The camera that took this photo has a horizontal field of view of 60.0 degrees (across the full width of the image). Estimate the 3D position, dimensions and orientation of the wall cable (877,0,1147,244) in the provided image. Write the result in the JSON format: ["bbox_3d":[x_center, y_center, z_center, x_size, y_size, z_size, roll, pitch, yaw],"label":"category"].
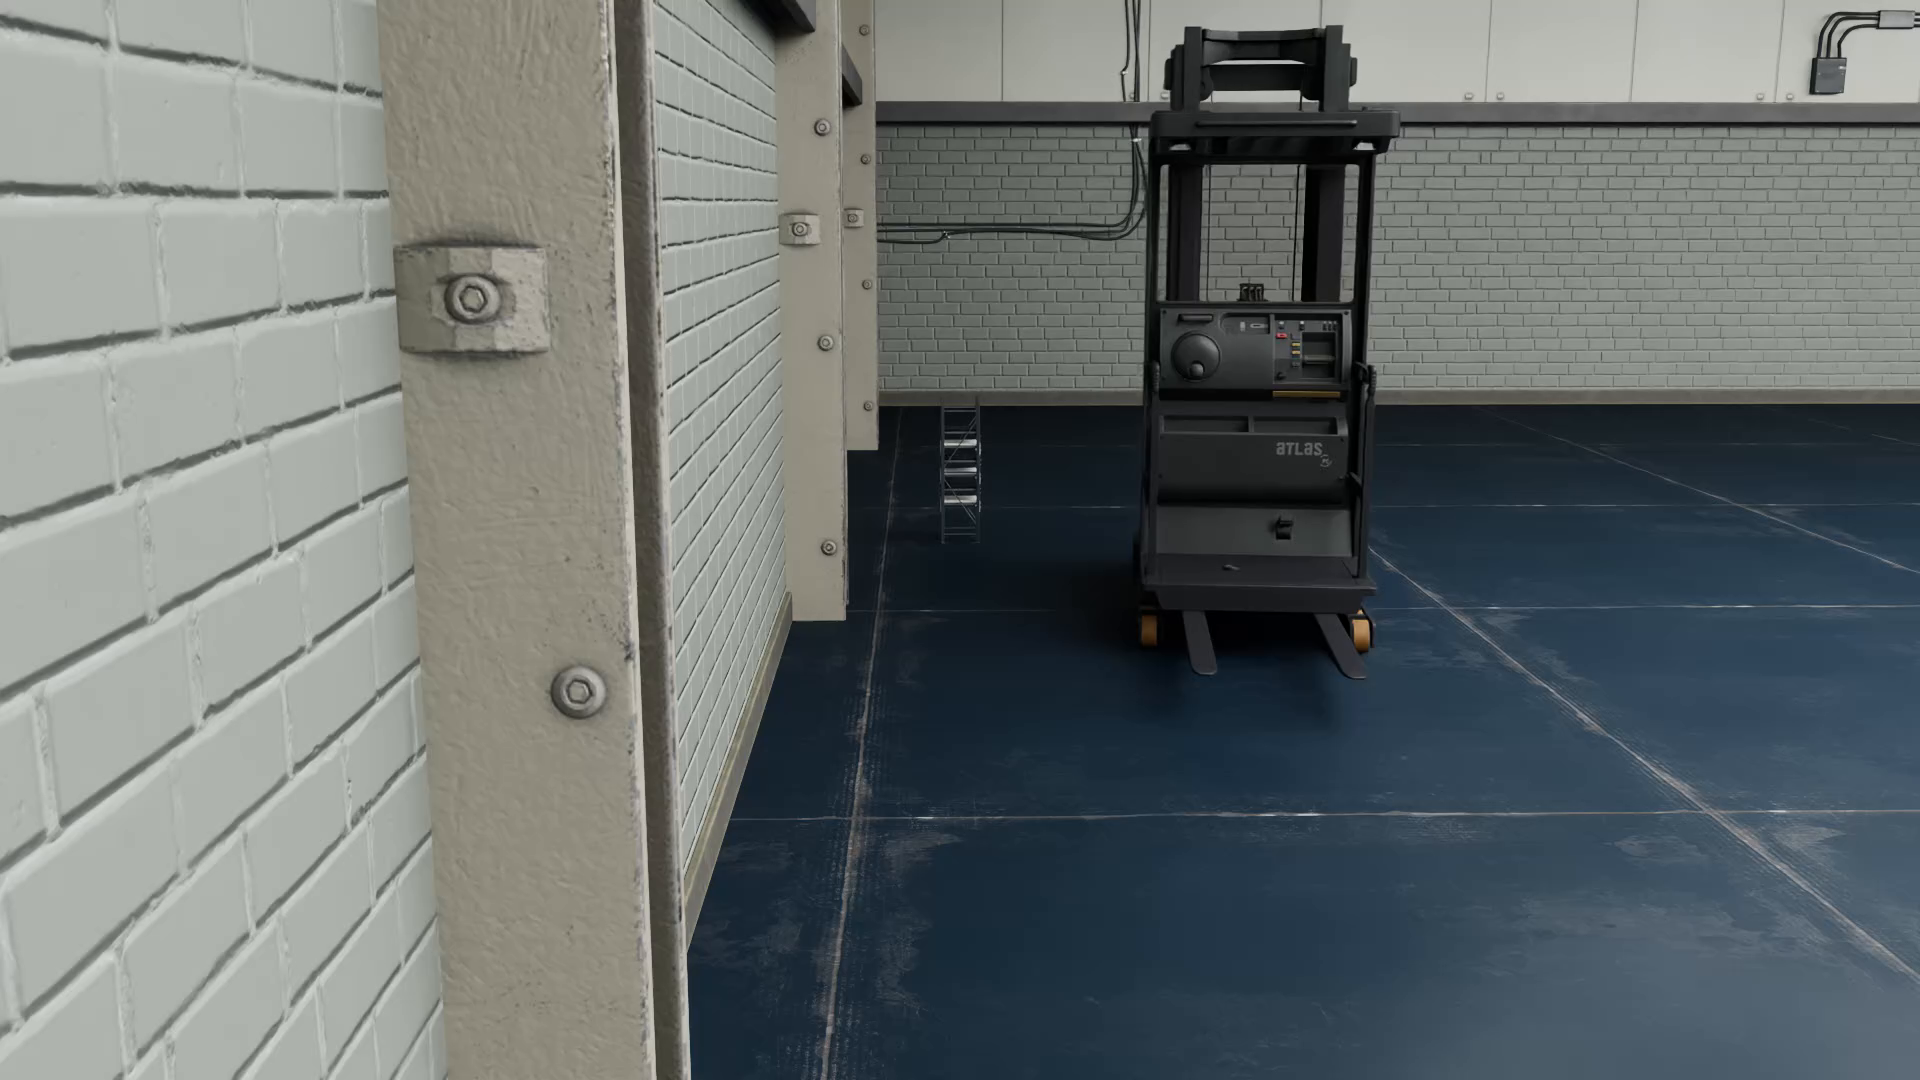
[{"bbox_3d":[0.391,-4.299,16.925,3.097,2.526,0.112,0,11,-1],"label":"wall cable"}]

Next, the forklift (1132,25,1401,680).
[{"bbox_3d":[1.431,-0.968,7.957,1.130,2.935,3.031,1,12,5],"label":"forklift"}]

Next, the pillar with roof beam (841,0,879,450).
[{"bbox_3d":[3.434,-5.247,13.790,9.100,9.000,0.400,0,11,-1],"label":"pillar with roof beam"}]

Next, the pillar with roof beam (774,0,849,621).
[{"bbox_3d":[3.558,-4.054,7.911,9.100,9.000,0.400,0,11,-1],"label":"pillar with roof beam"}]

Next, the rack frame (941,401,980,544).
[{"bbox_3d":[0.002,-0.419,10.362,0.240,0.900,0.006,0,11,-1],"label":"rack frame"}]

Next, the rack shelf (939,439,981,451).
[{"bbox_3d":[0.000,-0.583,10.433,0.258,0.077,0.200,0,11,-1],"label":"rack shelf"}]

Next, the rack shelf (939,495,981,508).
[{"bbox_3d":[0.000,-0.230,10.504,0.258,0.077,0.200,0,11,-1],"label":"rack shelf"}]

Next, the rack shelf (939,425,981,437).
[{"bbox_3d":[0.000,-0.671,10.415,0.258,0.077,0.200,0,11,-1],"label":"rack shelf"}]

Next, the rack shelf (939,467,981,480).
[{"bbox_3d":[0.000,-0.407,10.468,0.258,0.077,0.200,0,11,-1],"label":"rack shelf"}]

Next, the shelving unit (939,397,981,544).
[{"bbox_3d":[0.000,-0.439,10.462,0.258,0.900,0.210,0,11,-1],"label":"shelving unit"}]

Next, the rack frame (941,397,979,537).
[{"bbox_3d":[-0.002,-0.460,10.561,0.240,0.900,0.006,0,11,-1],"label":"rack frame"}]

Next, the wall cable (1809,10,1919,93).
[{"bbox_3d":[9.883,-7.523,16.455,2.305,6.003,0.169,0,11,-1],"label":"wall cable"}]

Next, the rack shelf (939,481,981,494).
[{"bbox_3d":[0.000,-0.319,10.486,0.258,0.077,0.200,0,11,-1],"label":"rack shelf"}]

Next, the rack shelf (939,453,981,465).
[{"bbox_3d":[0.000,-0.495,10.450,0.258,0.077,0.200,0,11,-1],"label":"rack shelf"}]
